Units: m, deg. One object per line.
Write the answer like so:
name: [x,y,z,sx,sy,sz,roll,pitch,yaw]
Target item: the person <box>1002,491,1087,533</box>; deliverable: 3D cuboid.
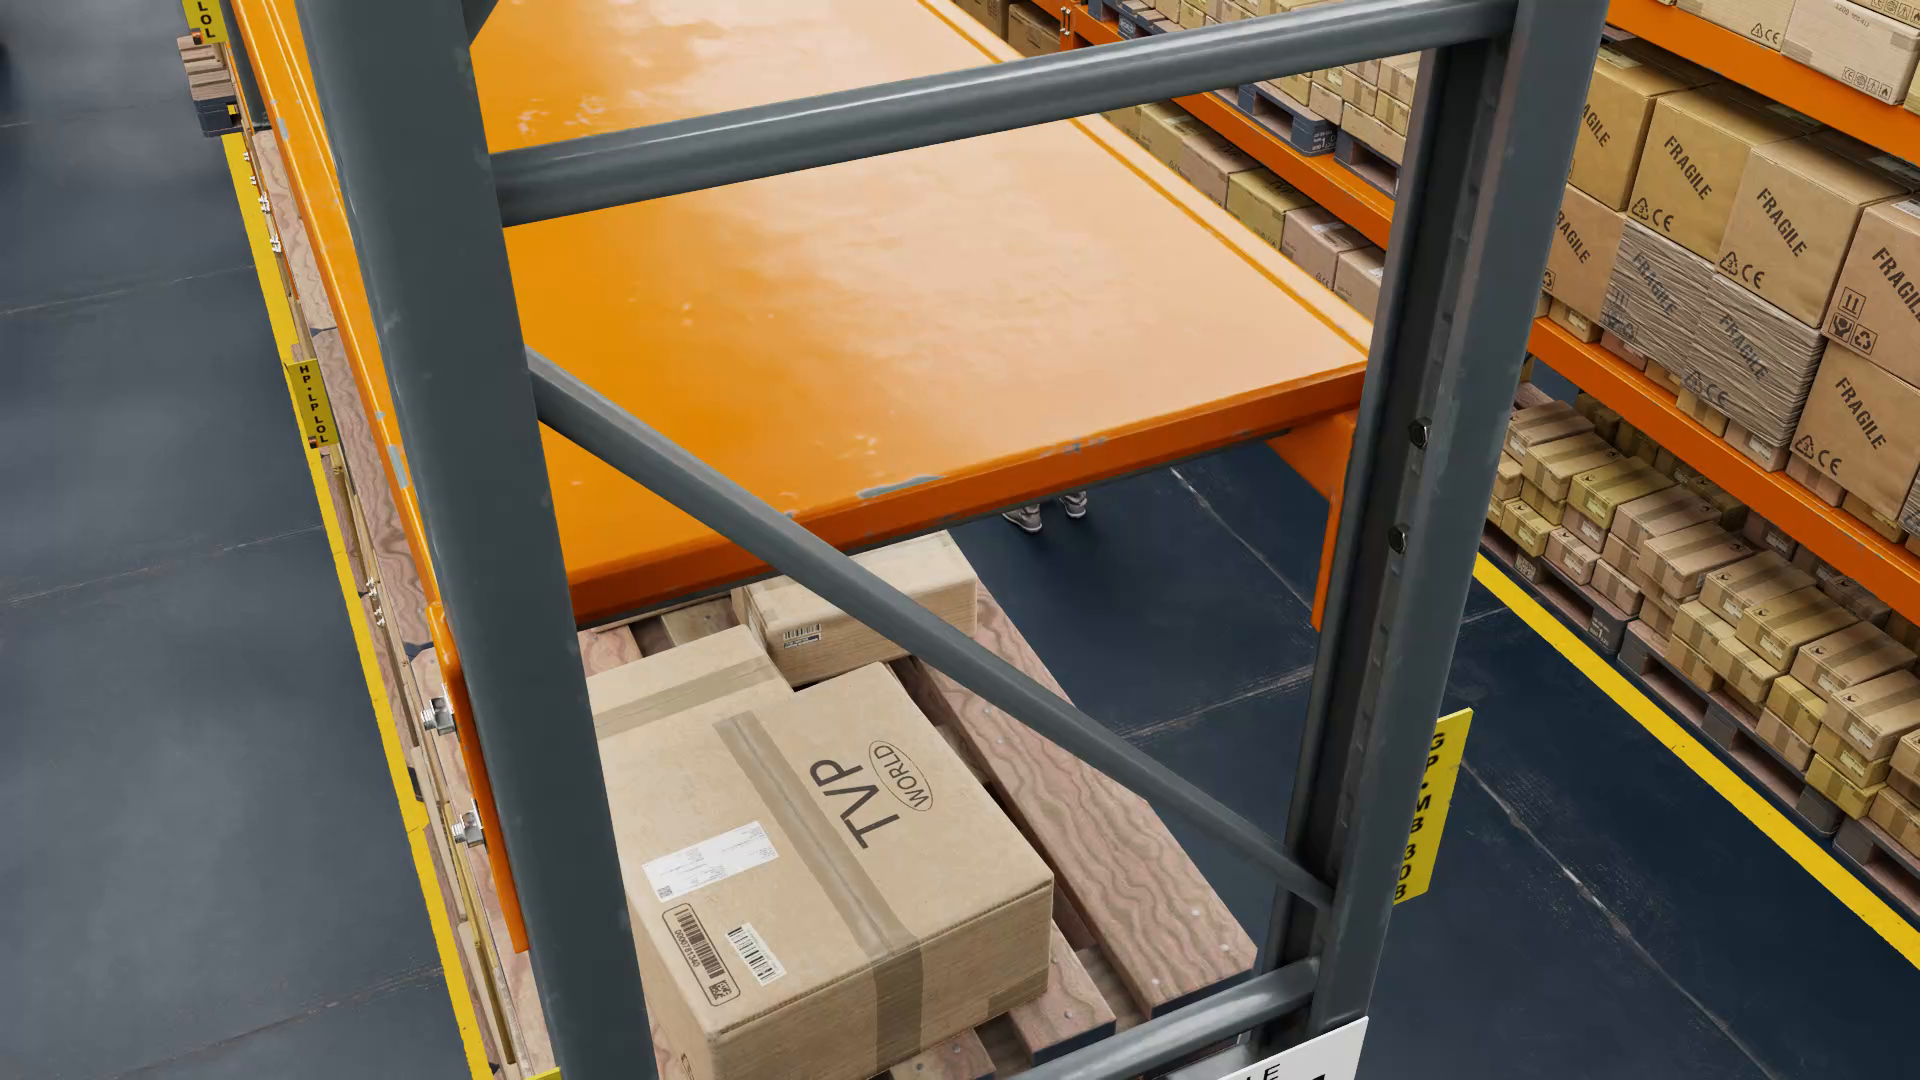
person: [0.404,-0.777,7.862,0.546,1.667,0.368,-18,41,-22]
